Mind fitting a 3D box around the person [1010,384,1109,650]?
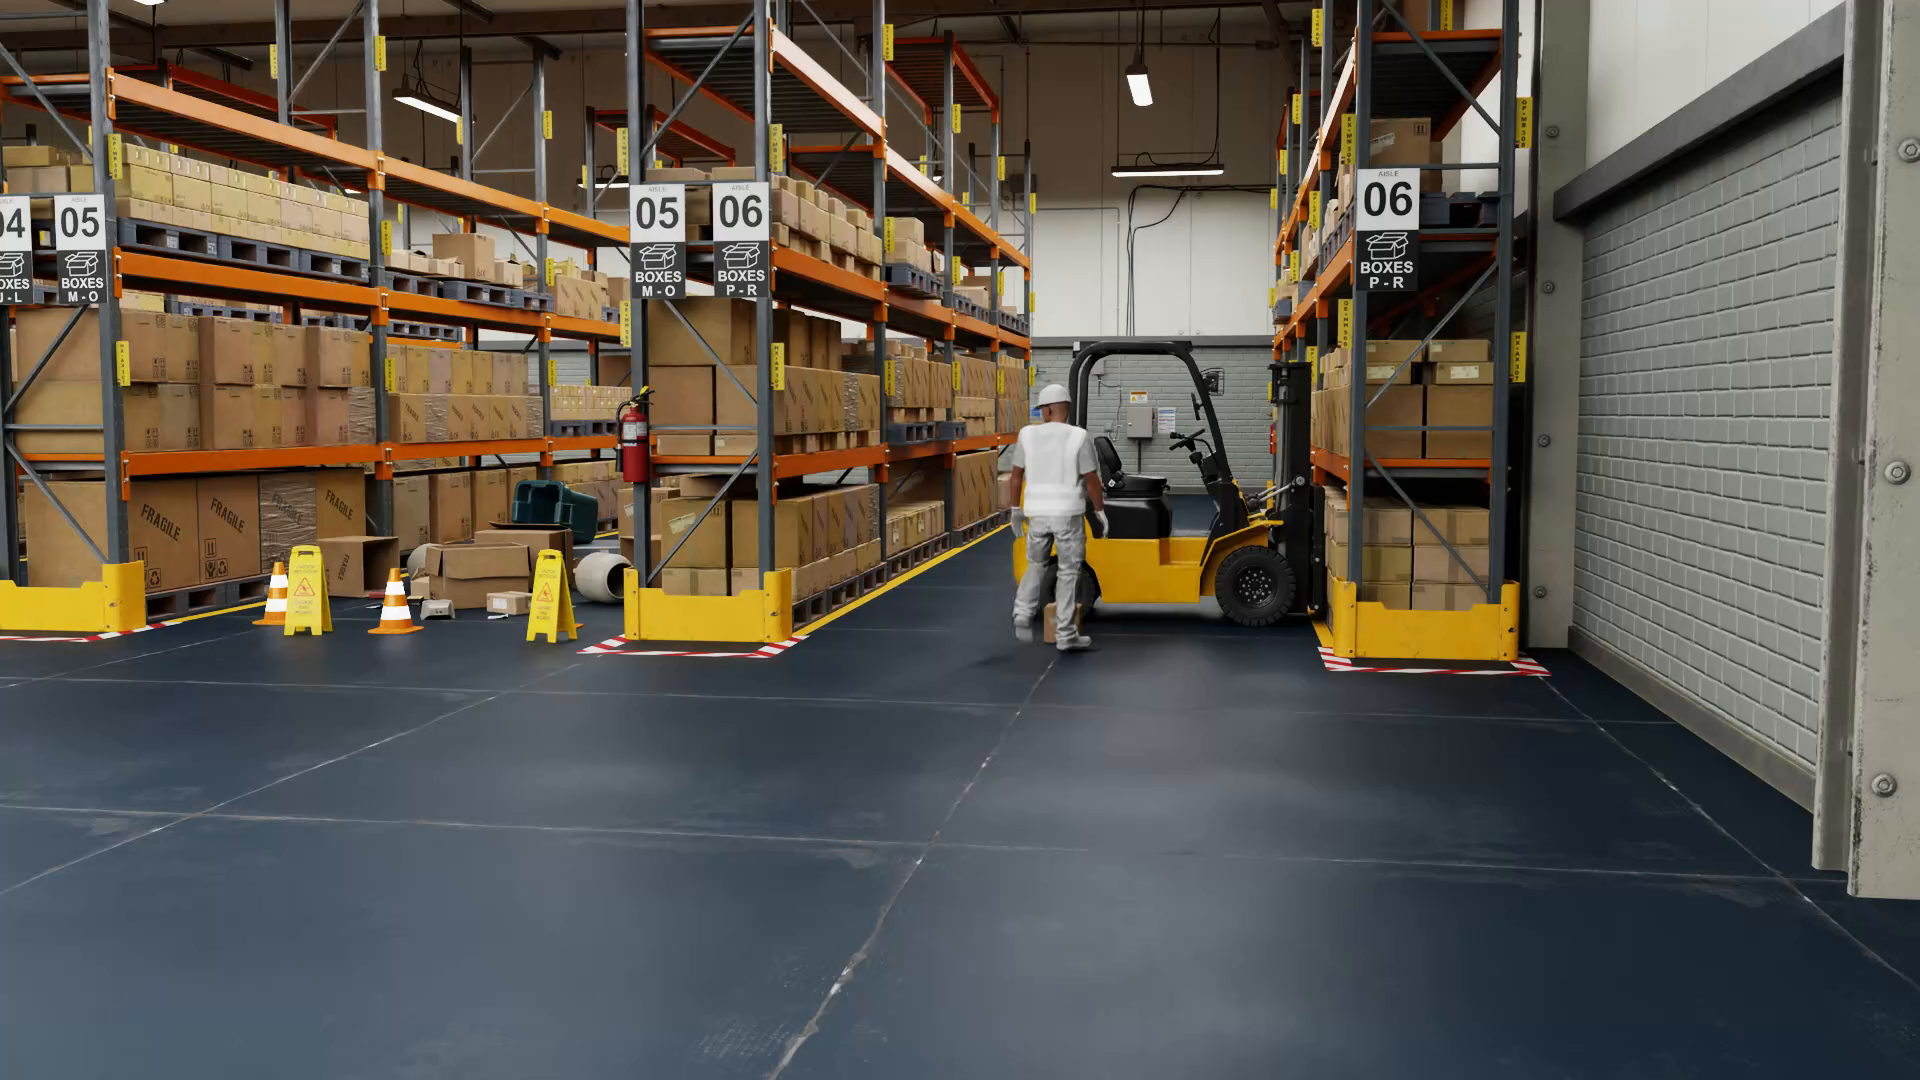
[{"bbox_3d":[0.650,-0.156,11.185,0.622,1.779,0.496,2,5,27],"label":"person"}]
